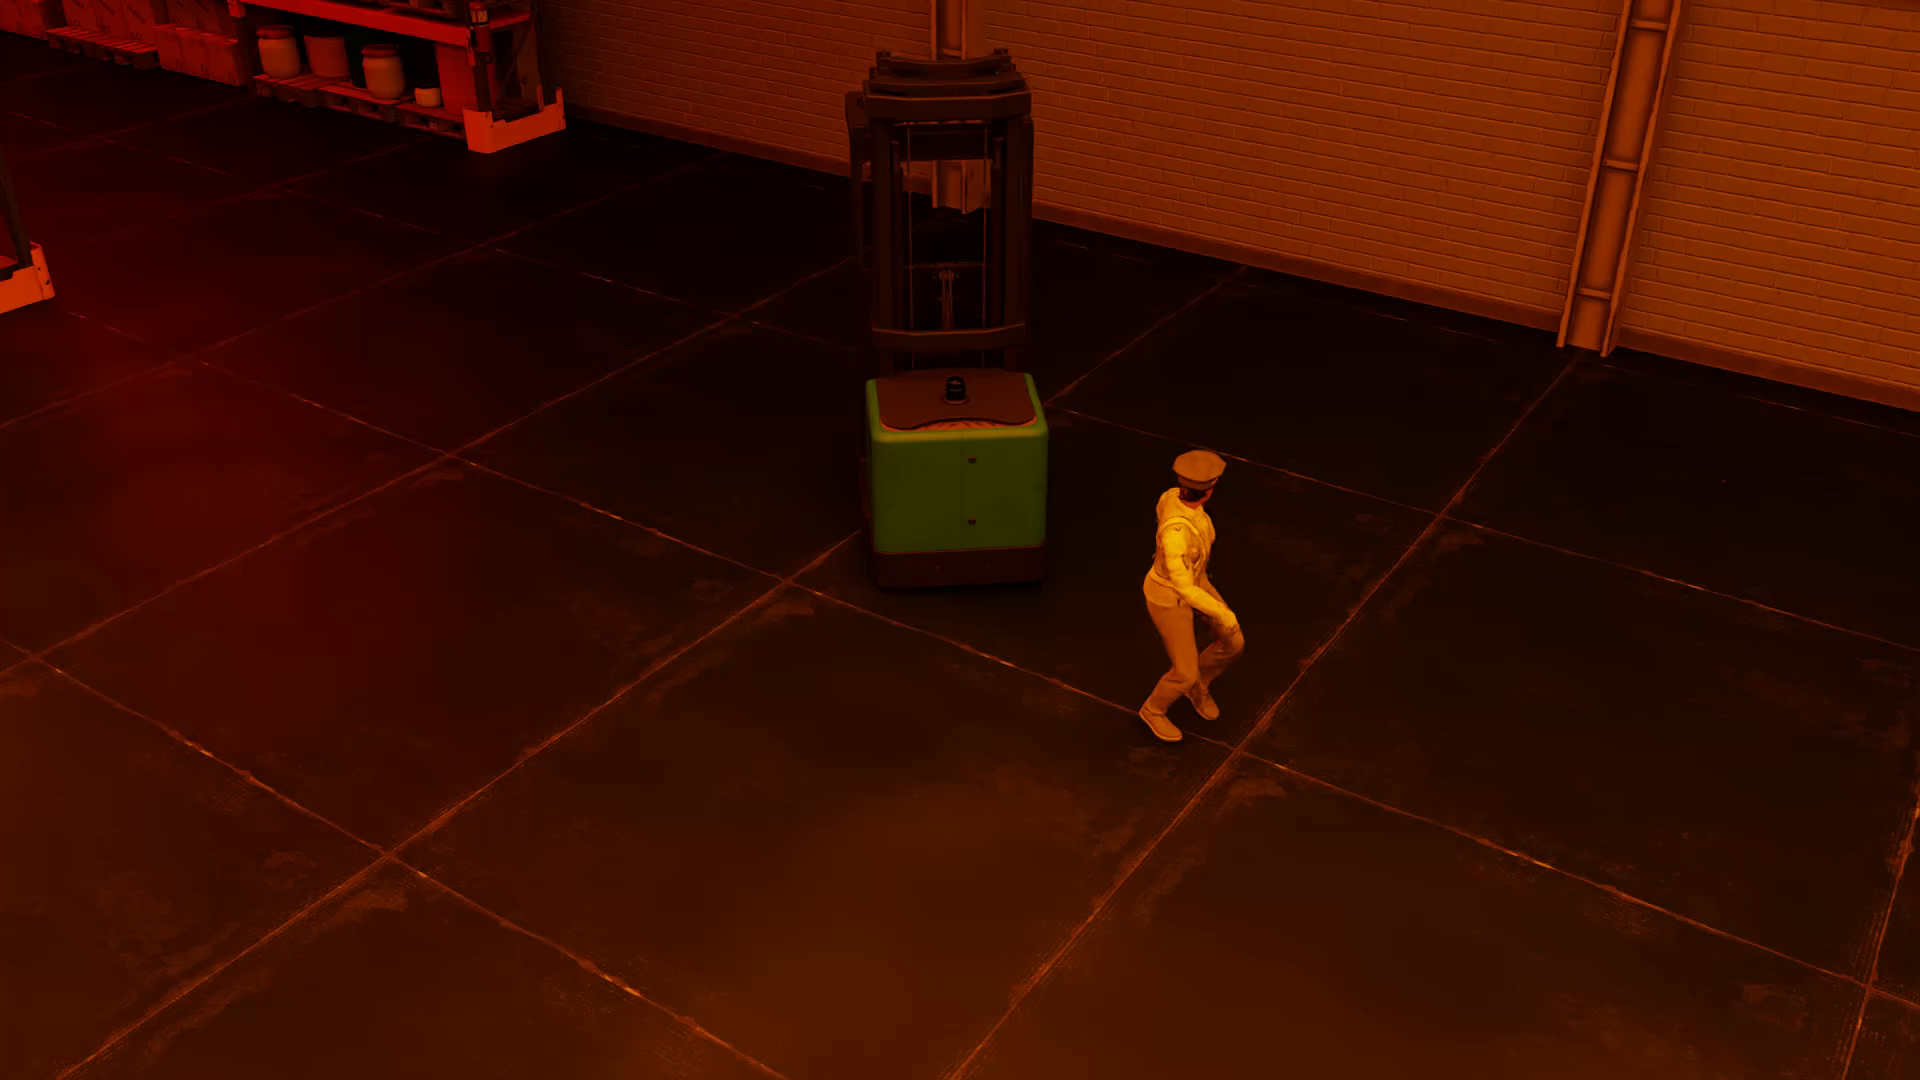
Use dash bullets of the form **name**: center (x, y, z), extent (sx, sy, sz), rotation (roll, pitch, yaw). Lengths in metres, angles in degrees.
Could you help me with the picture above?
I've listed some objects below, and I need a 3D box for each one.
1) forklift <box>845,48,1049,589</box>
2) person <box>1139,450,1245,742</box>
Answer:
- **forklift**: center (-0.133, -1.694, 10.498), extent (1.130, 2.935, 3.031), rotation (-3, 30, -5)
- **person**: center (1.150, 0.292, 8.438), extent (0.671, 1.613, 0.654), rotation (18, 35, 28)
